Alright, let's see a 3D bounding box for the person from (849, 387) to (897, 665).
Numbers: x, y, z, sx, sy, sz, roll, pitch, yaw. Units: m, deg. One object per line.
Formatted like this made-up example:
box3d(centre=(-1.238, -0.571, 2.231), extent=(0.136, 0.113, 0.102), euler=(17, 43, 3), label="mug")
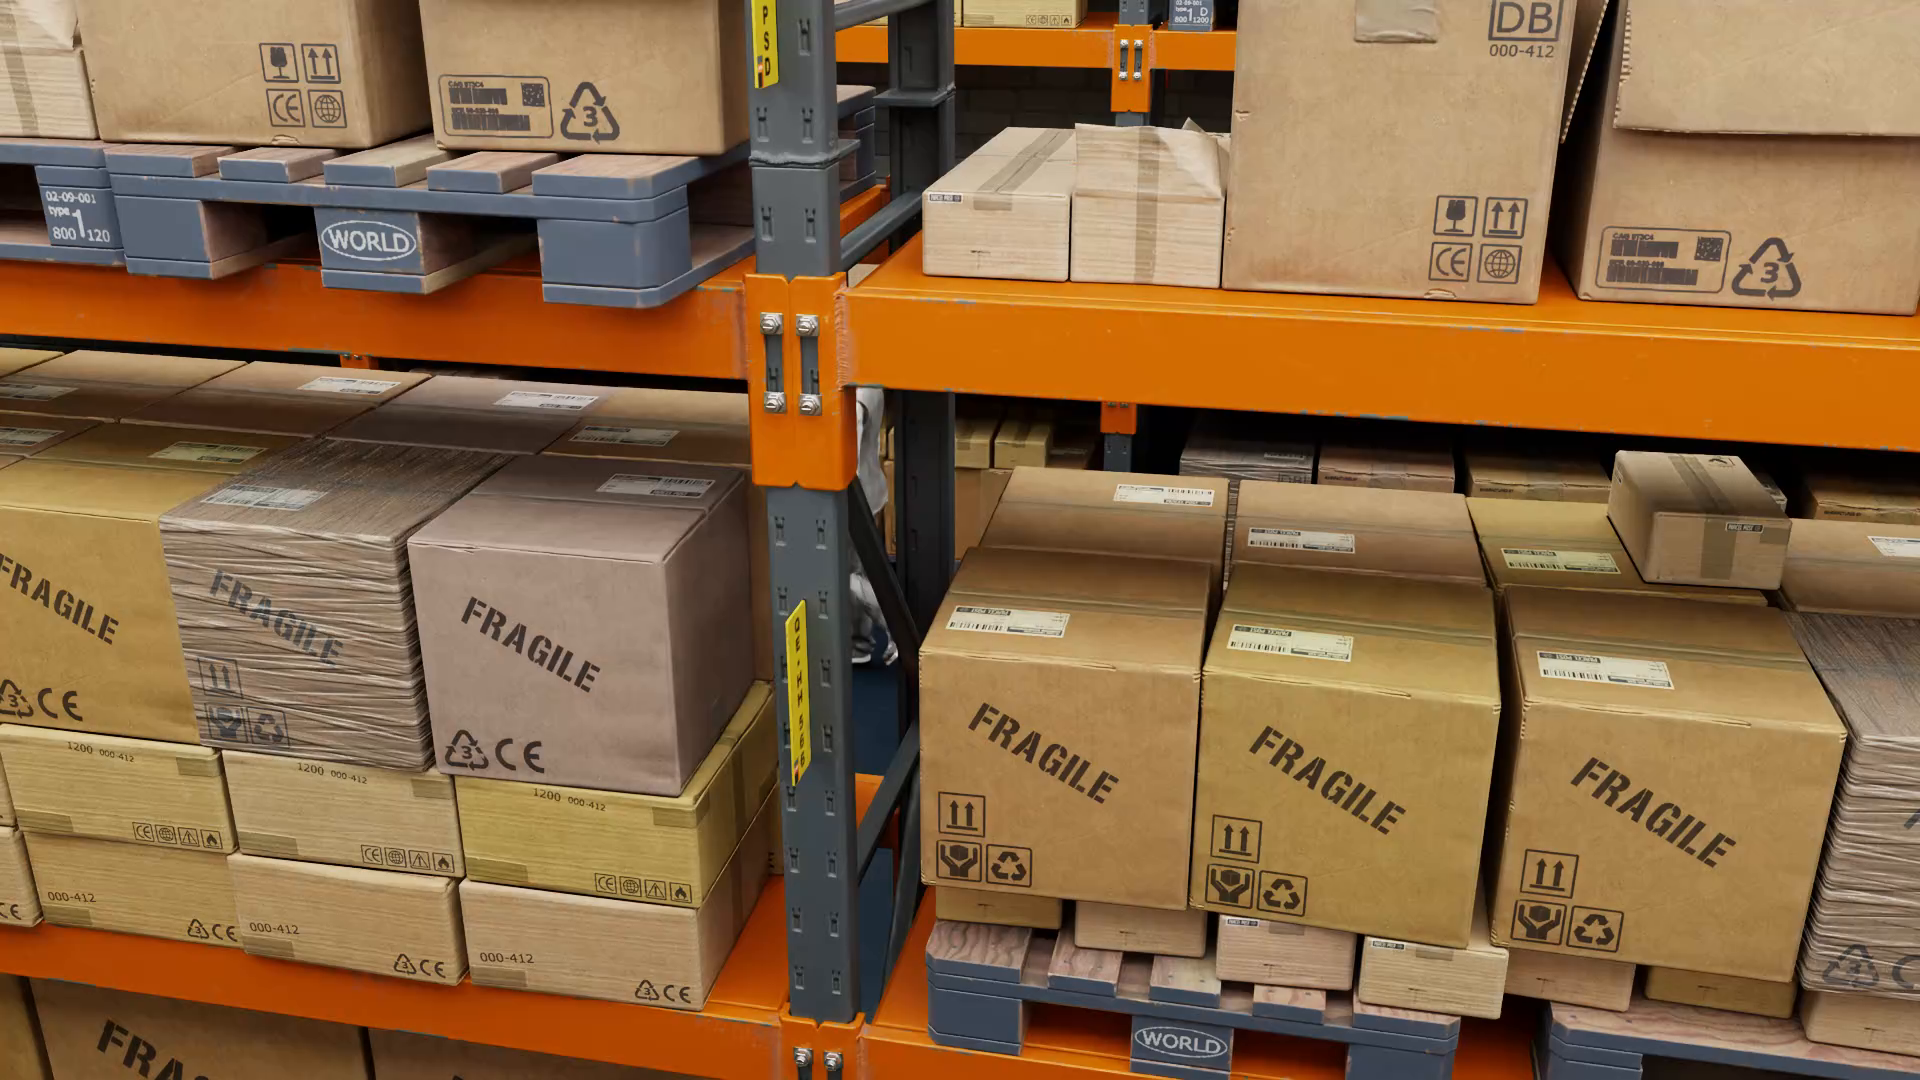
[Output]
box3d(centre=(-0.435, -0.153, 7.418), extent=(0.511, 1.591, 0.423), euler=(3, 22, 8), label="person")
